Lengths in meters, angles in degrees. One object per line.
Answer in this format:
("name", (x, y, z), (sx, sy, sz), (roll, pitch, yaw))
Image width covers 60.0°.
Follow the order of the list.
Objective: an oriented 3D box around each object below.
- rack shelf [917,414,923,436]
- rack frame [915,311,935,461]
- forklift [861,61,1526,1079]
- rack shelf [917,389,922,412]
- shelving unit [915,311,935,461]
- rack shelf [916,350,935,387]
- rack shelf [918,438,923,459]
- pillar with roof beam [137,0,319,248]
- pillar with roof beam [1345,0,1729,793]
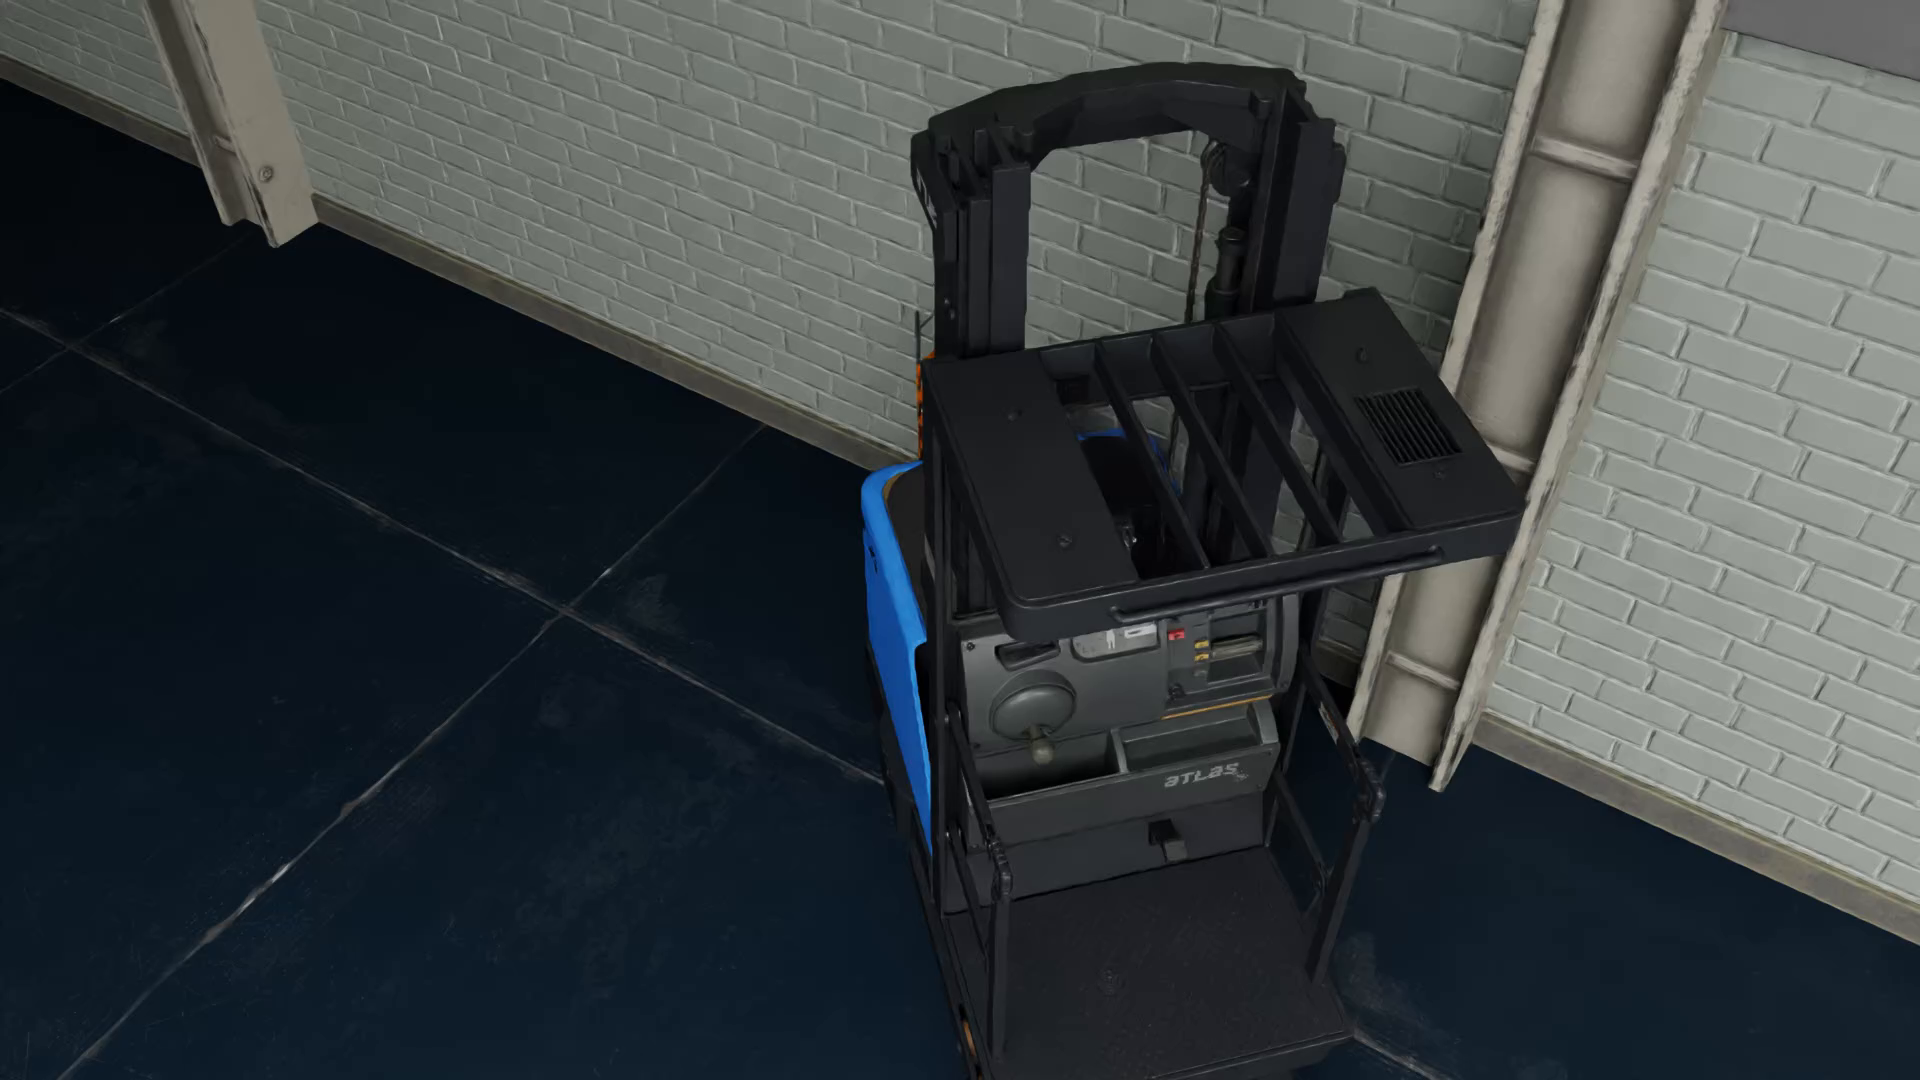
("rack shelf", (-0.015, -0.470, 6.265), (0.180, 0.103, 0.258), (24, 50, 21))
("rack frame", (-0.093, -0.452, 6.352), (0.006, 1.200, 0.240), (24, 50, 21))
("forklift", (0.514, 0.435, 4.283), (1.130, 2.935, 3.031), (-10, 47, -10))
("rack shelf", (-0.015, -0.554, 6.179), (0.180, 0.103, 0.258), (24, 50, 21))
("shelving unit", (-0.015, -0.417, 6.319), (0.189, 1.200, 0.258), (24, 50, 21))
("rack shelf", (-0.015, -0.637, 6.093), (0.180, 0.103, 0.258), (24, 50, 21))
("rack shelf", (-0.015, -0.386, 6.351), (0.180, 0.103, 0.258), (24, 50, 21))
("pillar with roof beam", (-5.754, -2.133, 2.548), (0.400, 9.000, 9.100), (25, 51, 22))
("pillar with roof beam", (-0.703, 0.190, 0.290), (0.400, 9.000, 9.100), (25, 51, 22))
